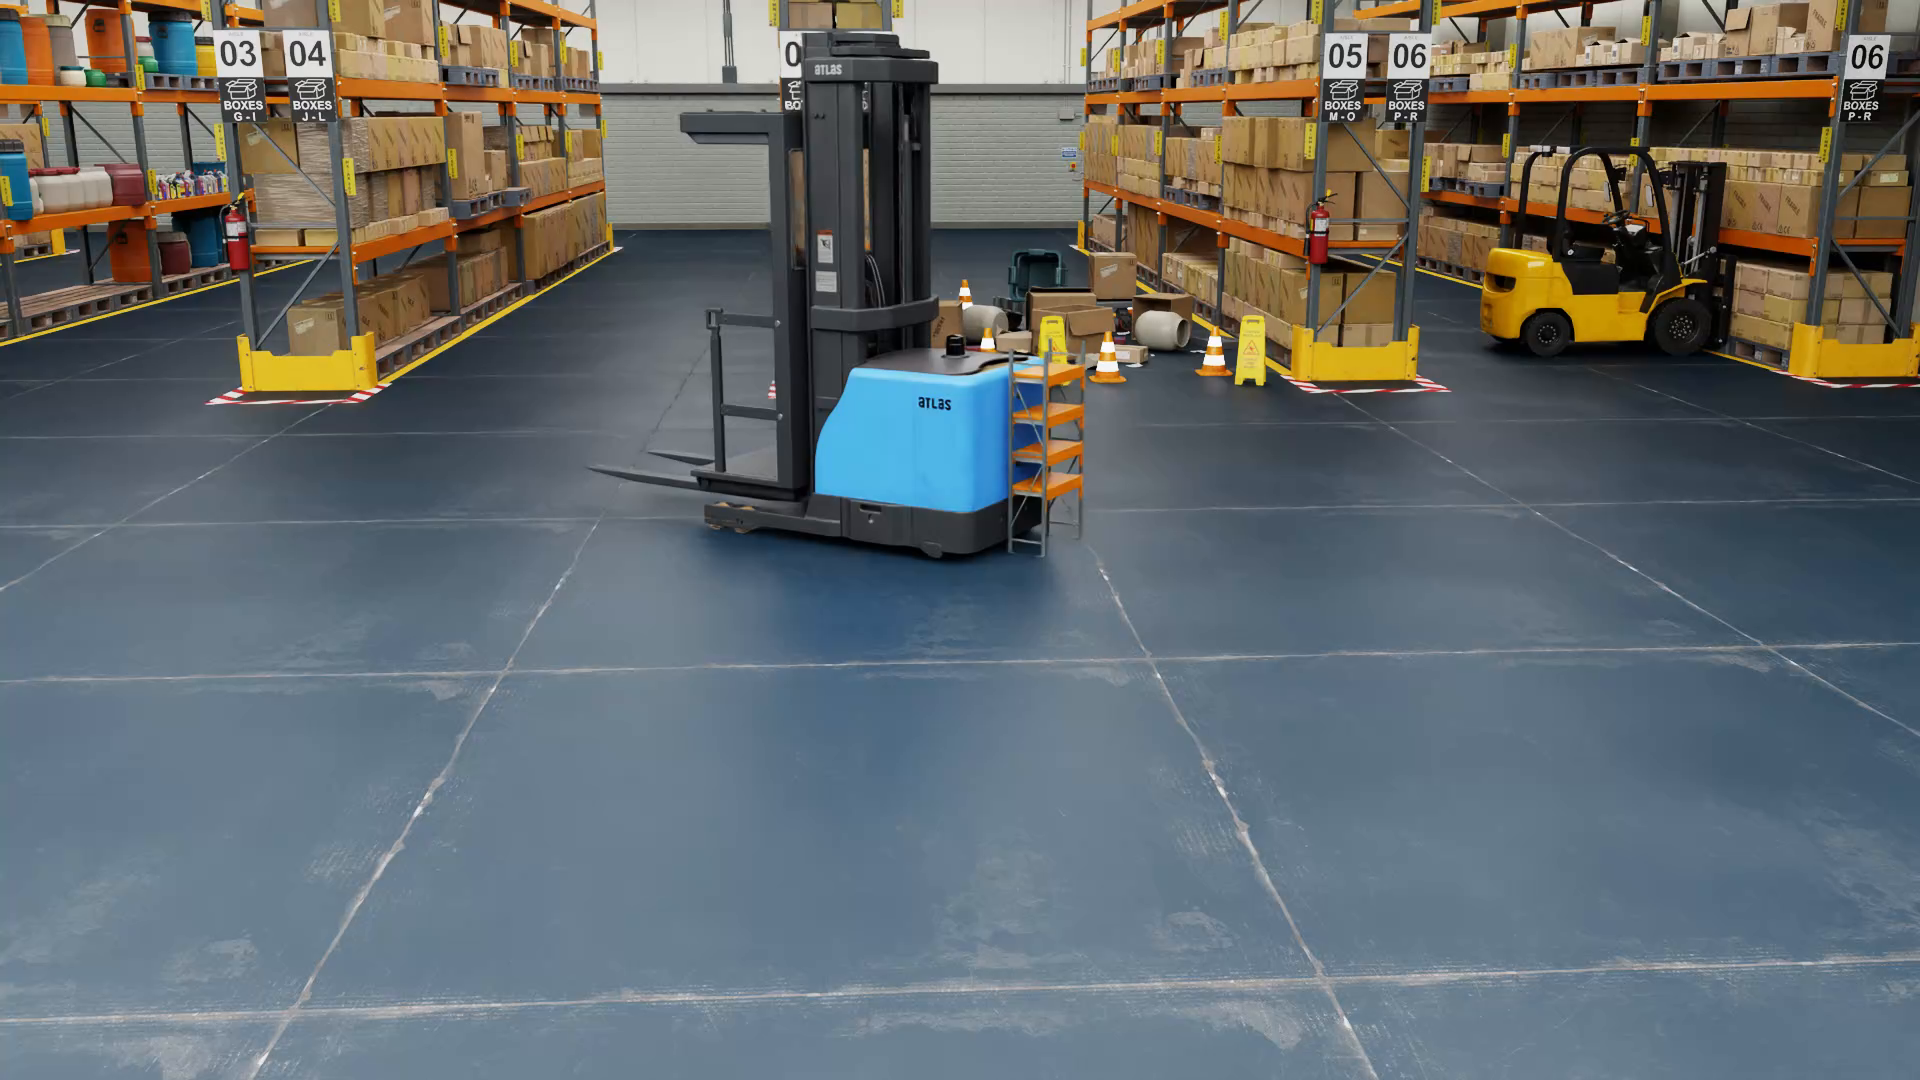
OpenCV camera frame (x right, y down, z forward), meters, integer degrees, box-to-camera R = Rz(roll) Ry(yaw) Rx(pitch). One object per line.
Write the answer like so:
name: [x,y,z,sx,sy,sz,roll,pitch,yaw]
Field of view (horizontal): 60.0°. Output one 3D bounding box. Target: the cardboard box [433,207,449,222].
cardboard box: [-6.009,-3.682,18.820,0.380,0.149,0.250,-1,14,-3]

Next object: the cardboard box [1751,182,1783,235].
cardboard box: [8.461,-3.384,16.958,0.500,0.500,0.500,0,14,-2]

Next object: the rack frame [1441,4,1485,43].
rack frame: [8.033,-8.978,26.860,1.000,3.000,0.127,-1,14,-3]

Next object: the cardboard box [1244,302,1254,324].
cardboard box: [3.422,-2.462,18.249,0.500,0.250,0.500,-1,14,-4]

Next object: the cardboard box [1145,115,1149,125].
cardboard box: [3.287,-6.988,27.655,0.380,0.149,0.250,-1,14,-3]

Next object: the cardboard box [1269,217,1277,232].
cardboard box: [3.437,-3.295,17.319,0.380,0.149,0.250,-1,14,-4]

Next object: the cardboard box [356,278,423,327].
cardboard box: [-6.288,-2.603,18.295,0.500,0.500,0.500,4,15,14]

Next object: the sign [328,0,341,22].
sign: [-5.527,-4.742,14.662,0.100,0.325,0.005,-1,14,-3]

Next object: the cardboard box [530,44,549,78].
cardboard box: [-6.766,-7.402,25.713,0.700,0.500,0.500,-1,14,-2]

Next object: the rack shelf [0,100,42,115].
rack shelf: [-16.823,-7.291,27.770,1.077,0.370,4.000,-1,14,-3]

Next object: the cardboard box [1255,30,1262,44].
cardboard box: [3.376,-5.382,17.810,0.380,0.149,0.250,-1,14,-5]

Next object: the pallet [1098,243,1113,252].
pallet: [3.031,-5.139,29.575,1.003,0.211,1.213,-1,14,-3]

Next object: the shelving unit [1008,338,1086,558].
shelving unit: [0.508,-0.545,9.738,0.258,1.200,0.503,8,16,29]

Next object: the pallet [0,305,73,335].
pallet: [-11.347,-2.620,19.785,1.003,0.211,1.213,-1,14,-3]

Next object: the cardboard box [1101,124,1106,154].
cardboard box: [2.710,-6.893,28.591,0.500,0.500,0.500,-1,14,-3]

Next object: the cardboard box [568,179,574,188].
cardboard box: [-6.498,-5.799,27.048,0.380,0.149,0.250,-1,14,-3]

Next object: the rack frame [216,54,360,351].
rack frame: [-6.068,-2.857,15.112,1.000,3.000,0.127,-1,14,-3]

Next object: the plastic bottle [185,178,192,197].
plastic bottle: [-11.263,-5.137,24.231,0.097,0.271,0.097,0,14,0]

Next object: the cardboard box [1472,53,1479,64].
cardboard box: [7.884,-7.198,24.868,0.380,0.149,0.250,-1,14,-3]

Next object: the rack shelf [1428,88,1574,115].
rack shelf: [8.157,-6.679,25.390,1.077,0.370,4.000,-1,14,-3]

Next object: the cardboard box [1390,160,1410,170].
cardboard box: [7.712,-6.391,28.550,0.500,0.250,0.500,-1,14,-3]

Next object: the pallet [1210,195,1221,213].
pallet: [3.673,-4.105,20.344,1.003,0.211,1.213,-1,14,-3]

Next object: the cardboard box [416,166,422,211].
cardboard box: [-6.354,-3.807,18.005,0.875,0.500,0.500,-1,14,-3]

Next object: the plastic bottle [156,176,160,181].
plastic bottle: [-12.035,-5.296,24.840,0.152,0.276,0.135,-1,14,-3]

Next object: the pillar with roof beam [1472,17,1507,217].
pillar with roof beam: [4.593,-9.098,27.329,9.100,9.000,0.400,-1,14,-3]

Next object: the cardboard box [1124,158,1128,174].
cardboard box: [2.885,-5.921,26.318,0.500,0.250,0.500,-1,14,-3]

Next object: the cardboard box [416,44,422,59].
cardboard box: [-5.980,-5.220,17.776,0.380,0.149,0.250,-2,15,-6]

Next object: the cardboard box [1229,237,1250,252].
cardboard box: [3.290,-3.371,18.978,0.380,0.149,0.250,-1,14,-3]

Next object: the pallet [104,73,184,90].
pallet: [-11.457,-6.323,22.943,1.003,0.211,1.213,-1,14,-3]

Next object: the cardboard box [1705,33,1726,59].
cardboard box: [8.318,-5.348,18.000,0.396,0.266,0.258,-1,14,-5]

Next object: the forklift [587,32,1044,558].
forklift: [-0.992,-1.563,10.220,3.031,2.935,1.130,8,17,29]

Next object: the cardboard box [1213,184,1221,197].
cardboard box: [3.267,-4.211,20.033,0.380,0.149,0.250,-1,14,-3]

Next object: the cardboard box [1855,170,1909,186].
cardboard box: [9.014,-3.539,16.258,0.380,0.149,0.250,-1,14,-5]

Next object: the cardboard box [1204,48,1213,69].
cardboard box: [3.337,-5.984,20.704,0.500,0.250,0.500,-1,14,-3]

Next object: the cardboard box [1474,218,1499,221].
cardboard box: [8.394,-5.034,26.443,0.380,0.149,0.250,0,14,-2]

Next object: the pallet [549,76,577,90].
pallet: [-6.852,-7.455,27.140,1.003,0.211,1.213,-1,14,-3]

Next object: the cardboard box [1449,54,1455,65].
cardboard box: [7.762,-7.399,25.607,0.380,0.149,0.250,-1,14,-3]

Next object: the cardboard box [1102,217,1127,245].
cardboard box: [3.037,-5.562,29.923,0.875,0.438,0.875,0,14,-2]

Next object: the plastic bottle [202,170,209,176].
plastic bottle: [-11.504,-5.470,25.364,0.144,0.351,0.185,-1,14,-3]

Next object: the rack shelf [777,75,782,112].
rack shelf: [-1.236,-4.511,16.961,1.077,0.370,4.000,-1,14,-3]

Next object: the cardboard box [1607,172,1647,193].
cardboard box: [8.243,-4.370,20.290,0.500,0.250,0.500,-1,14,-5]

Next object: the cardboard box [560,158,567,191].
cardboard box: [-6.510,-5.778,26.263,0.500,0.500,0.500,-1,14,-3]

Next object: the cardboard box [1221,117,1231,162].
cardboard box: [3.386,-4.569,18.961,0.700,0.500,0.500,-1,14,-4]

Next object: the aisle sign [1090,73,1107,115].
aisle sign: [2.537,-8.262,30.900,0.394,0.787,0.004,-1,14,-3]

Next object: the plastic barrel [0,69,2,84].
plastic barrel: [-11.548,-5.757,19.356,0.600,0.901,0.600,0,14,0]

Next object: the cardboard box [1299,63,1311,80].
cardboard box: [3.473,-4.487,15.931,0.380,0.149,0.250,-1,14,-3]

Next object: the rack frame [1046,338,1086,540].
rack frame: [0.629,-0.598,9.943,0.240,1.200,0.015,8,16,29]

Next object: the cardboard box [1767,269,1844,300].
cardboard box: [8.437,-2.554,16.600,0.500,0.250,0.500,0,14,-2]

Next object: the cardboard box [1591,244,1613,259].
cardboard box: [8.445,-3.459,21.372,0.875,0.625,0.625,-1,14,-4]

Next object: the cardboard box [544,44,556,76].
cardboard box: [-6.920,-7.788,27.013,0.700,0.500,0.500,-2,15,-7]

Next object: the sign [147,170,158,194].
sign: [-10.959,-4.860,22.567,0.100,0.325,0.005,-1,14,-3]

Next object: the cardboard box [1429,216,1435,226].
cardboard box: [7.884,-5.218,27.160,0.380,0.149,0.250,-1,14,-5]

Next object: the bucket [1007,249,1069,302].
bucket: [0.950,-3.056,19.404,0.726,0.611,0.620,4,5,16]

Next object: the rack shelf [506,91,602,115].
rack shelf: [-6.936,-7.443,28.360,1.077,0.370,4.000,-1,14,-3]

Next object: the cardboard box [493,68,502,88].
cardboard box: [-6.246,-5.989,21.566,0.500,0.250,0.500,-1,14,-4]

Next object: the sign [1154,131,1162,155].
sign: [2.773,-5.551,23.259,0.100,0.325,0.005,-1,14,-3]
